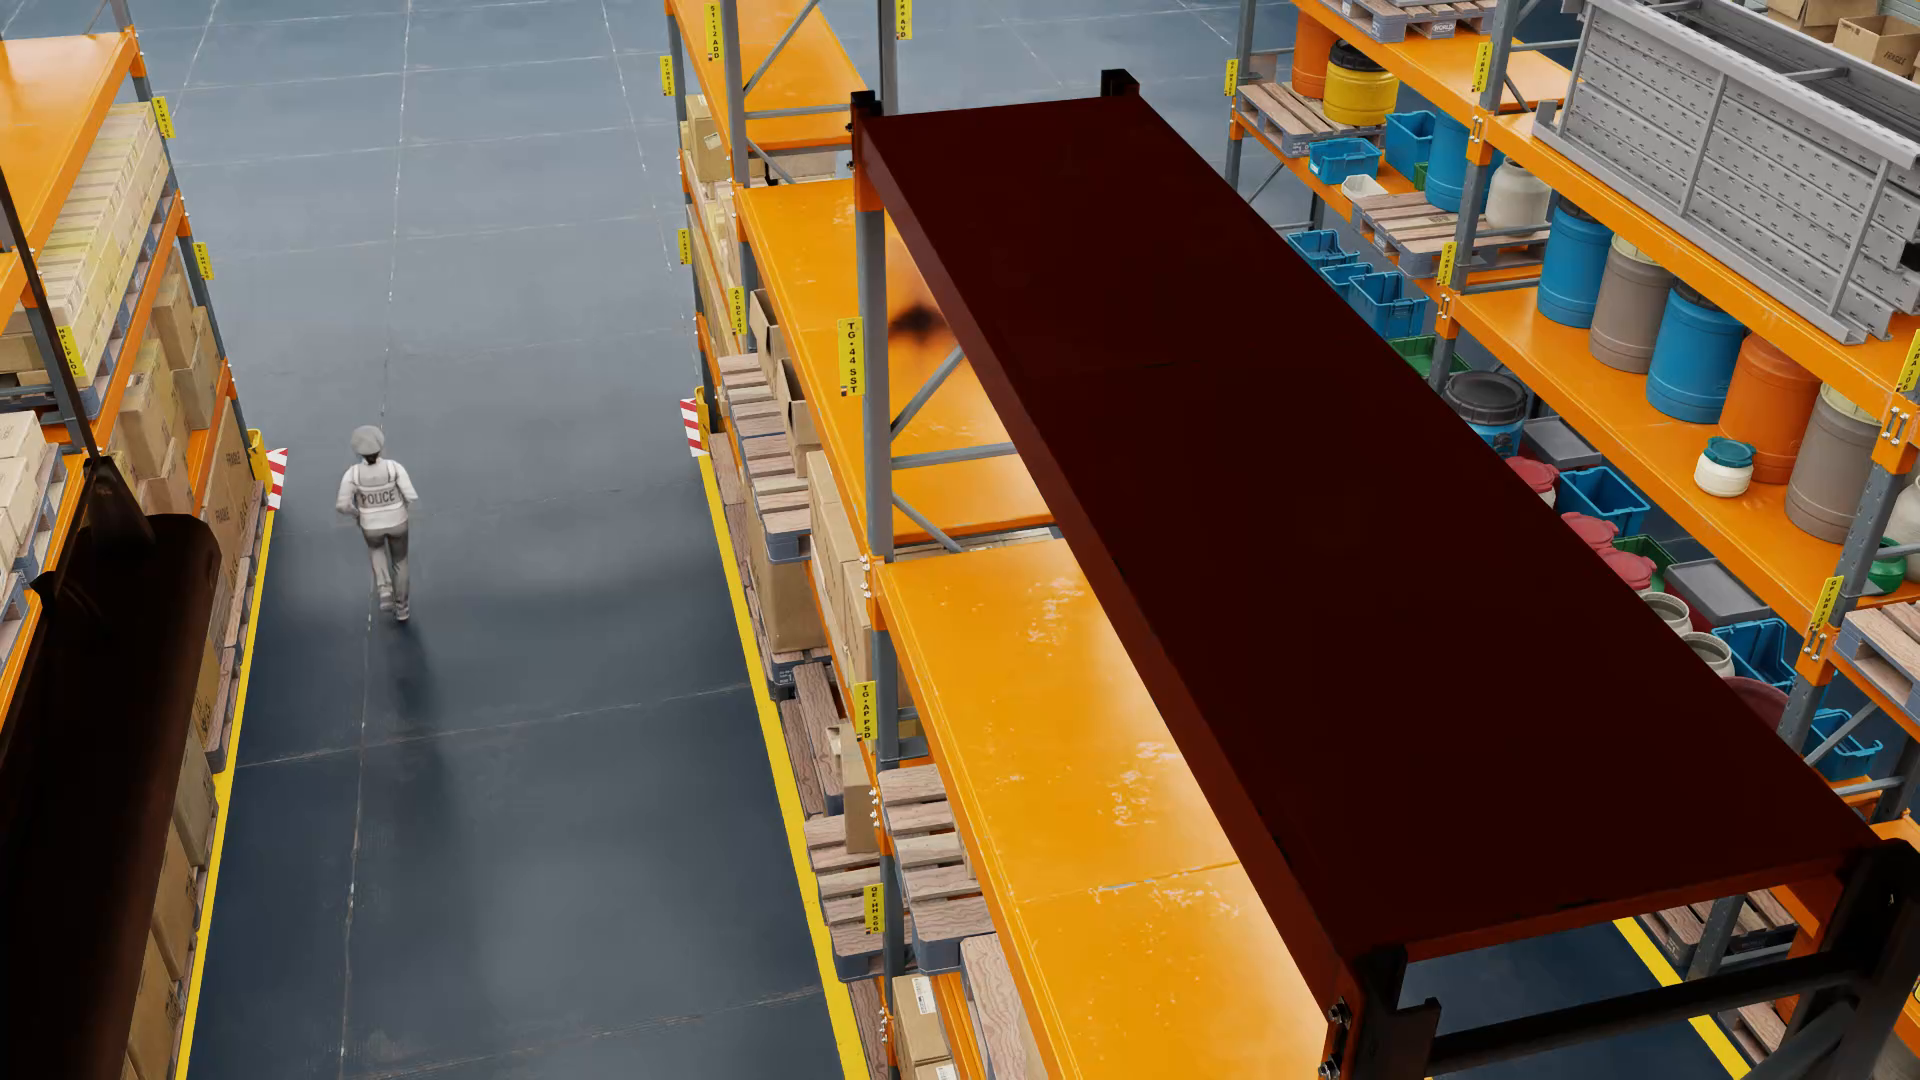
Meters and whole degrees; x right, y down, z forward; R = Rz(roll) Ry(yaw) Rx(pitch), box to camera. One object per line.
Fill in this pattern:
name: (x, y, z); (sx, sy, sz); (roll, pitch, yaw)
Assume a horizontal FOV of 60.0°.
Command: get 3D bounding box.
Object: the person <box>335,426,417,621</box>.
person: (-4.470, -0.171, 12.868); (0.589, 1.653, 0.528); (-9, 35, -13)
